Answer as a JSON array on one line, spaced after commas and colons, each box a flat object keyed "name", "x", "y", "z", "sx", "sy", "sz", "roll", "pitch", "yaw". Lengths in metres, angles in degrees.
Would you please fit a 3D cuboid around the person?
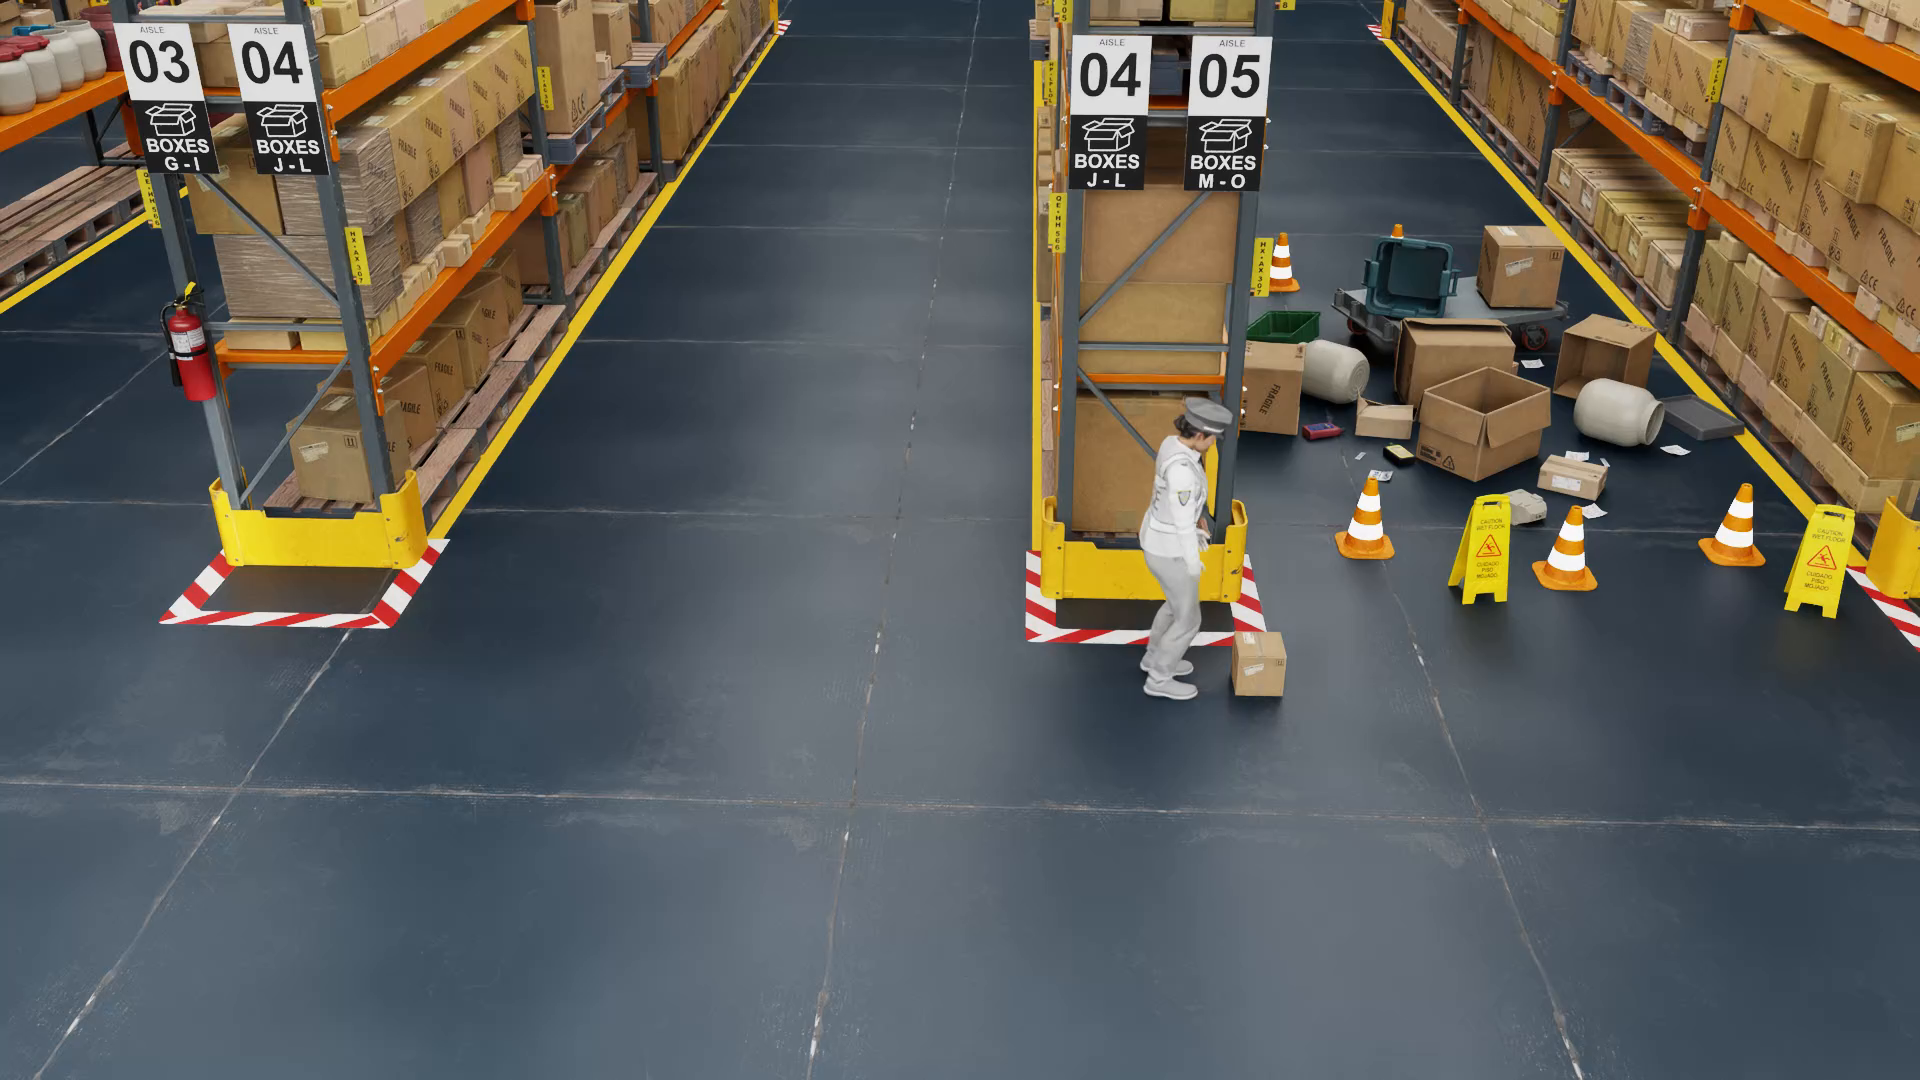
[{"name": "person", "x": 1.139, "y": 0.036, "z": 8.599, "sx": 0.428, "sy": 1.635, "sz": 0.496, "roll": 2, "pitch": 28, "yaw": 3}]
